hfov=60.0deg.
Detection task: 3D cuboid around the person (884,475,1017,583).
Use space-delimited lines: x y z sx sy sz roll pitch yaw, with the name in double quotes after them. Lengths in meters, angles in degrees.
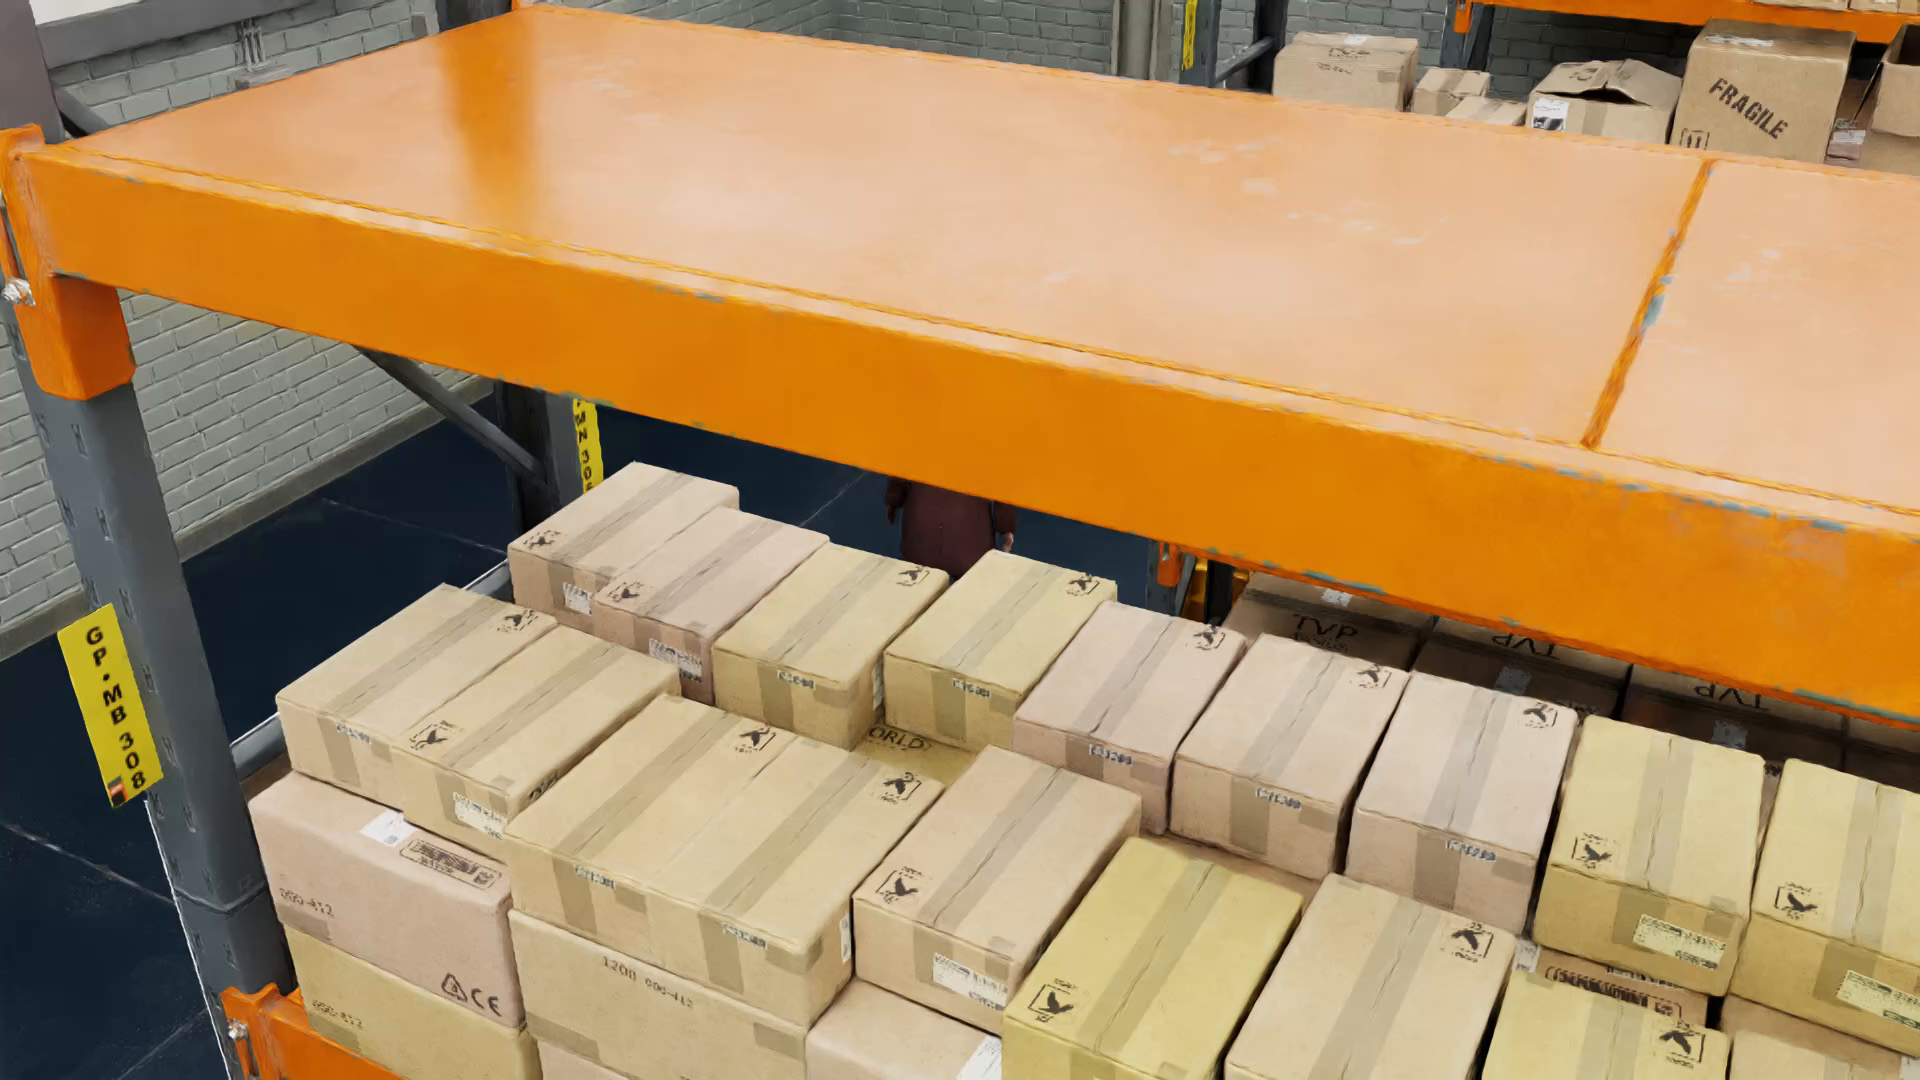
-0.043 -0.116 8.280 0.692 1.795 0.434 7 30 13 "person"
